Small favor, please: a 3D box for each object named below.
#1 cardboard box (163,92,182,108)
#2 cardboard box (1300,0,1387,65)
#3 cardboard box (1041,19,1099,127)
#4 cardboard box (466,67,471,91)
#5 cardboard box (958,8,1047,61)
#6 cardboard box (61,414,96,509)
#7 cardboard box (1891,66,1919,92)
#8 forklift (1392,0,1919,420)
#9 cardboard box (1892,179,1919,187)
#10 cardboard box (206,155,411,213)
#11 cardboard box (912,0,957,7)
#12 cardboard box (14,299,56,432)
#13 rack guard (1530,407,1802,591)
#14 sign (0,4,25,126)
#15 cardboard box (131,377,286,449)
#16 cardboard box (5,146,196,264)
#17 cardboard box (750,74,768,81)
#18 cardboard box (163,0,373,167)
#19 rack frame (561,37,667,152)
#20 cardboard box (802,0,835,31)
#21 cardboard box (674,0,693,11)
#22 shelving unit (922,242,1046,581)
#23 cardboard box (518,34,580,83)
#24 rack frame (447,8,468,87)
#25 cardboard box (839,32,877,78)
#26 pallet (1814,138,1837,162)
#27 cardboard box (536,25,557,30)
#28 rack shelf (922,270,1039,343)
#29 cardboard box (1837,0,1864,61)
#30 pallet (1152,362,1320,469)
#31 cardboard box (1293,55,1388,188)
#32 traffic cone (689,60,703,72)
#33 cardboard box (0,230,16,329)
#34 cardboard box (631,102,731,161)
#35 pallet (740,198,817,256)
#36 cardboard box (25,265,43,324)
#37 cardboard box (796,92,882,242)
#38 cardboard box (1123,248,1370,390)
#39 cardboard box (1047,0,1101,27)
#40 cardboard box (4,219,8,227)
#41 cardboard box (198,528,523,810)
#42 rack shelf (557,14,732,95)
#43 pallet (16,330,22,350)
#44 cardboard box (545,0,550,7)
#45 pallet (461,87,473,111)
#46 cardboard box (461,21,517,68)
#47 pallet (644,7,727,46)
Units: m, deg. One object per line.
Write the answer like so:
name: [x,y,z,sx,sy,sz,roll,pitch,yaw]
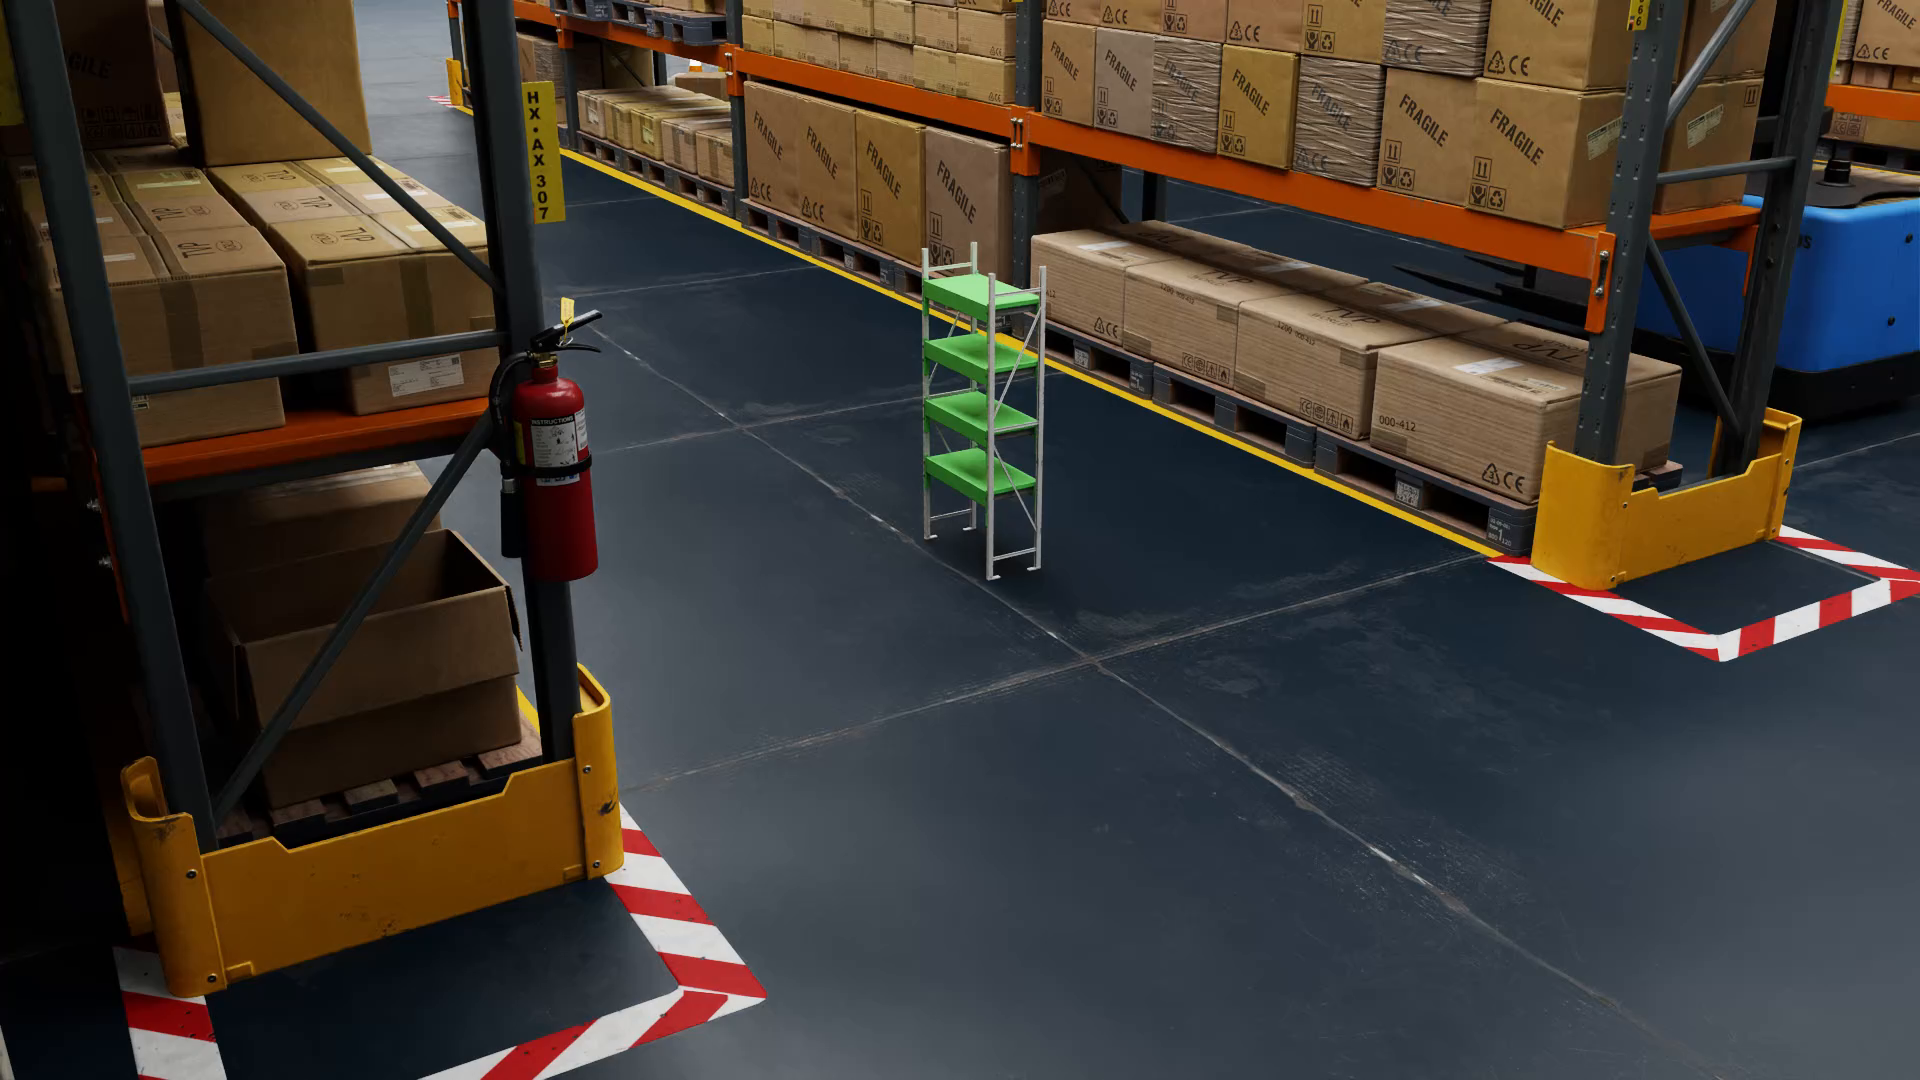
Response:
cardboard box: [-3.032,-1.650,6.692,0.500,0.250,0.500,-12,25,-27]
cardboard box: [1.814,-2.305,7.039,0.500,0.500,0.500,-13,25,-29]
cardboard box: [0.778,-2.500,8.846,0.500,0.500,0.500,-12,25,-27]
cardboard box: [-5.192,-5.147,18.585,0.500,0.250,0.500,-13,25,-29]
cardboard box: [0.329,-2.914,9.532,0.500,0.250,0.500,-13,25,-28]
cardboard box: [-3.368,-0.390,6.800,0.500,0.311,0.500,-12,25,-26]
cardboard box: [5.869,-2.797,10.044,0.380,0.149,0.250,-12,25,-27]
forklift: [3.756,-2.449,8.944,1.130,2.935,3.031,-12,25,-27]
cardboard box: [6.135,-2.216,10.717,0.380,0.149,0.250,-13,25,-28]
cardboard box: [-1.978,-0.999,5.089,0.500,0.250,0.500,-13,26,-29]
cardboard box: [0.049,-3.428,9.801,0.500,0.500,0.500,-12,25,-27]
cardboard box: [-4.007,-0.839,7.653,0.500,0.500,0.500,-13,25,-28]
rack guard: [2.819,-0.195,6.628,1.175,0.500,0.348,-13,25,-28]
sign: [-1.946,-0.988,3.301,0.100,0.325,0.005,-13,25,-28]
cardboard box: [-1.859,-0.344,4.009,0.380,0.149,0.250,-13,25,-29]
cardboard box: [-2.700,-1.069,5.262,0.500,0.250,0.500,-13,25,-28]
cardboard box: [-1.808,-4.791,16.928,0.500,0.500,0.500,-13,25,-28]
cardboard box: [-2.225,-1.505,5.339,0.500,0.500,0.500,-12,25,-27]
rack frame: [-3.323,-5.246,15.734,1.000,3.000,0.127,-13,25,-28]
cardboard box: [-0.726,-3.570,11.147,0.500,0.250,0.500,-13,25,-28]
cardboard box: [-2.016,-4.236,13.025,0.380,0.149,0.250,-13,25,-29]
shelving unit: [0.085,-0.502,6.454,0.258,1.200,0.503,-13,25,-28]
cardboard box: [-4.117,-4.818,16.780,0.500,0.500,0.500,-12,25,-27]
rack frame: [-5.366,-6.541,18.919,1.000,3.000,0.127,-13,25,-28]
cardboard box: [-0.451,-3.182,10.855,0.500,0.250,0.500,-13,25,-28]
pallet: [8.197,-3.901,16.129,1.003,0.211,1.213,-13,25,-28]
cardboard box: [-4.212,-5.266,17.883,0.500,0.500,0.500,-13,26,-29]
rack shelf: [0.085,-0.888,6.297,0.258,0.148,0.480,-13,25,-28]
cardboard box: [5.489,-3.287,10.388,0.500,0.500,0.500,-13,26,-29]
pallet: [1.712,-0.708,8.272,1.003,0.211,1.213,-13,25,-28]
cardboard box: [1.818,-1.843,7.229,0.500,0.500,0.500,-12,25,-27]
traffic cone: [-3.257,-5.798,20.461,0.336,0.463,0.334,-13,25,-28]
cardboard box: [-5.067,-1.507,9.298,0.500,0.500,0.500,-11,25,-26]
cardboard box: [-2.326,-3.597,14.609,0.950,0.372,0.625,-12,25,-26]
pallet: [-0.942,-2.389,12.409,1.003,0.211,1.213,-13,25,-28]
cardboard box: [-2.579,-0.749,5.005,0.380,0.149,0.250,-12,25,-28]
cardboard box: [-0.546,-2.632,11.567,0.875,0.875,0.875,-12,25,-28]
cardboard box: [1.450,-1.150,8.502,0.875,0.438,0.875,-13,26,-30]
cardboard box: [0.798,-2.965,8.661,0.500,0.500,0.500,-12,25,-28]
cardboard box: [-4.739,-1.599,8.663,0.380,0.149,0.250,-14,26,-30]
cardboard box: [-1.690,0.341,4.748,0.797,0.503,0.637,-14,26,-30]
rack shelf: [-2.302,-4.265,14.276,1.077,0.370,4.000,-13,25,-28]
pallet: [-5.196,-1.454,10.109,1.003,0.211,1.213,-13,25,-28]
cardboard box: [-3.749,-5.175,15.893,0.380,0.149,0.250,-13,25,-29]
pallet: [-4.943,-4.954,18.720,1.003,0.211,1.213,-13,25,-28]
cardboard box: [-5.179,-5.487,18.425,0.500,0.500,0.500,-14,26,-30]
pallet: [-1.736,-4.072,13.101,1.213,0.211,1.003,-13,25,-28]
